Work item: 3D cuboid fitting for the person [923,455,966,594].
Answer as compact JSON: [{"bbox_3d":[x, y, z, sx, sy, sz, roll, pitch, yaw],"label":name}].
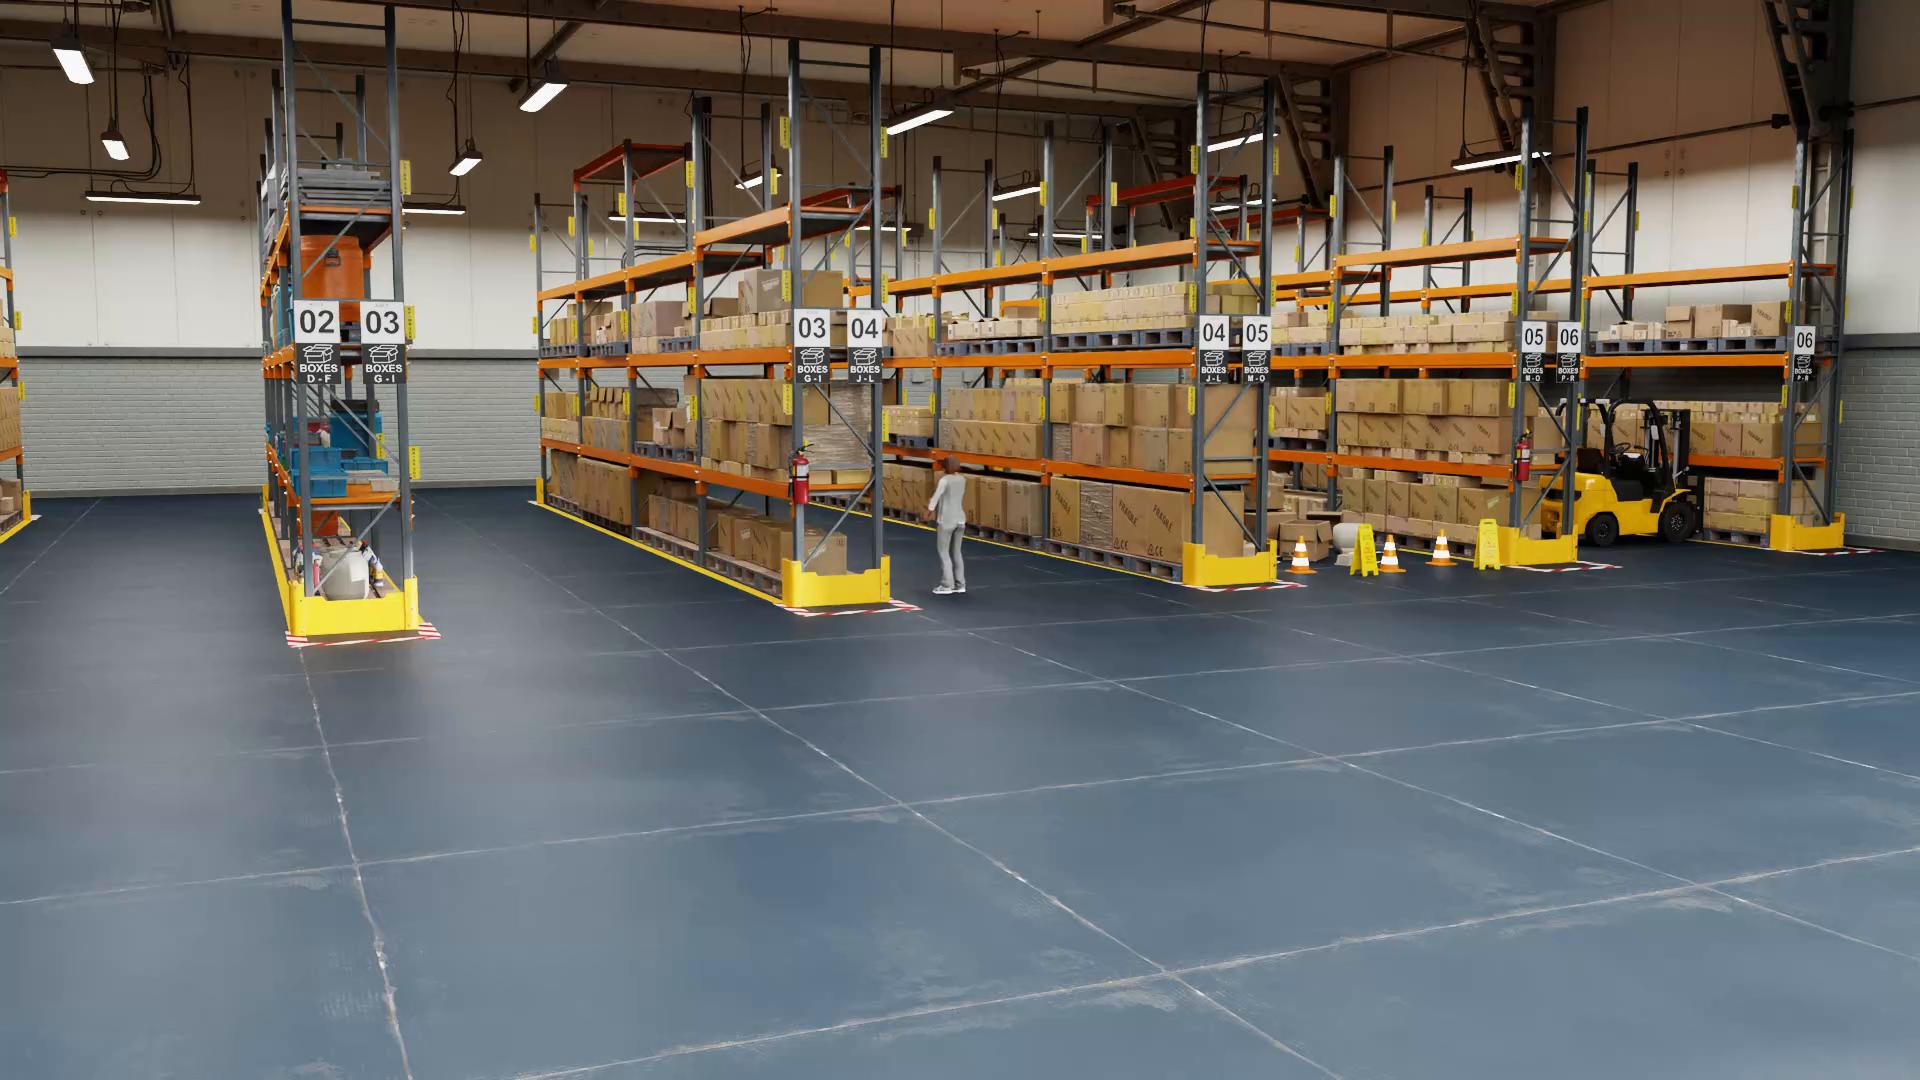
[{"bbox_3d":[-0.167,-0.184,19.114,0.383,1.599,0.495,-5,8,-43],"label":"person"}]
